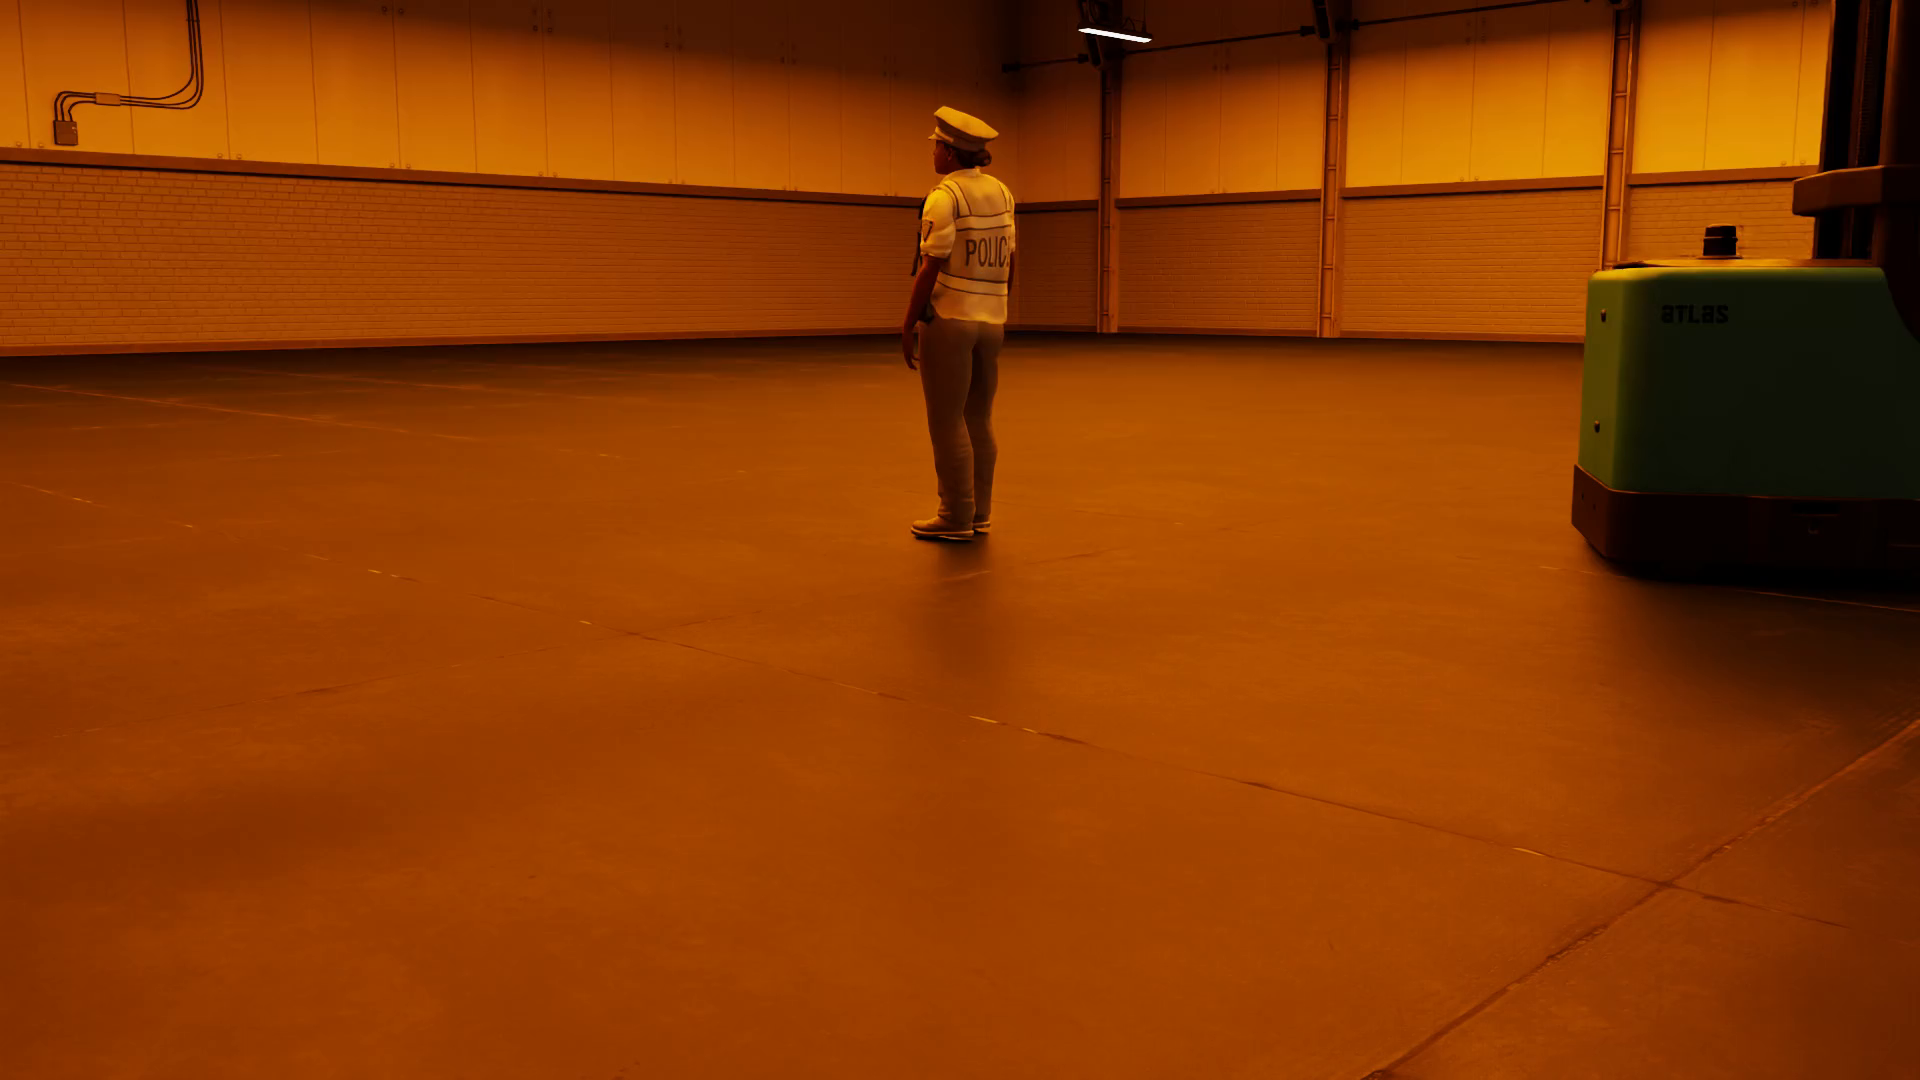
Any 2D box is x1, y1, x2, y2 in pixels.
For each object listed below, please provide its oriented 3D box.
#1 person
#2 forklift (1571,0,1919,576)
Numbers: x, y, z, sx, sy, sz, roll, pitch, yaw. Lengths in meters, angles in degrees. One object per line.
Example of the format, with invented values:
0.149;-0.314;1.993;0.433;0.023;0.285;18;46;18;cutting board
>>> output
-0.040;-0.855;6.656;0.528;1.695;0.569;8;12;43;person
3.836;-1.332;5.721;3.031;2.935;1.130;2;9;13;forklift
